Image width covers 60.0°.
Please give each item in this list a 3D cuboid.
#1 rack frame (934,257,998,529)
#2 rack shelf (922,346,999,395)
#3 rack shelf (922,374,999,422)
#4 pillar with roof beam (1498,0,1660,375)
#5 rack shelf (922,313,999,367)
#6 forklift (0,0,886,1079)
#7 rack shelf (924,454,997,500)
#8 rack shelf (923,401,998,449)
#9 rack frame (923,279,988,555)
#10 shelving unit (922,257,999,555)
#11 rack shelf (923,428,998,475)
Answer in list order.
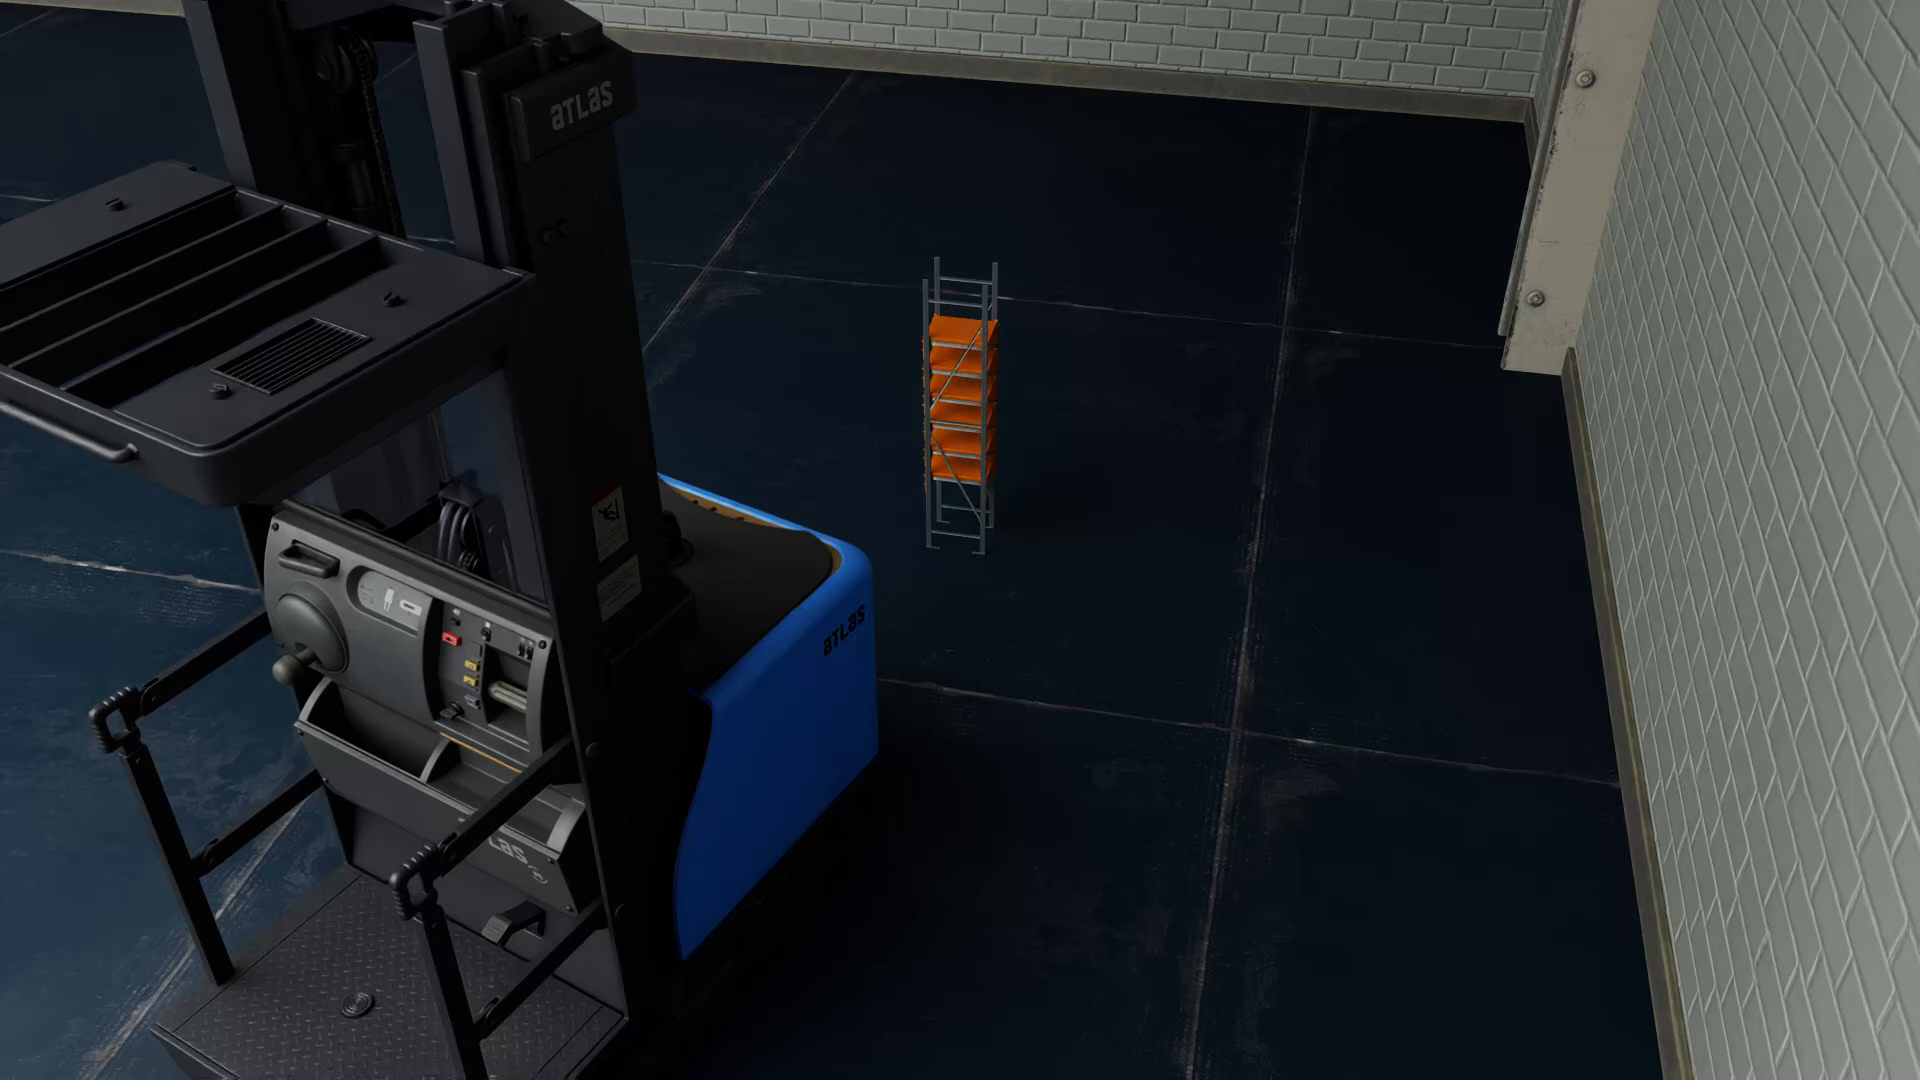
[{"bbox_3d":[0.023,-0.547,6.482,0.240,1.200,0.006,7,37,10],"label":"rack frame"},{"bbox_3d":[0.003,-0.652,6.295,0.258,0.103,0.180,7,37,10],"label":"rack shelf"},{"bbox_3d":[0.003,-0.555,6.365,0.258,0.103,0.180,7,37,10],"label":"rack shelf"},{"bbox_3d":[-1.452,-5.086,6.099,9.100,9.000,0.400,7,37,10],"label":"pillar with roof beam"},{"bbox_3d":[0.003,-0.750,6.224,0.258,0.103,0.180,7,37,10],"label":"rack shelf"},{"bbox_3d":[-1.438,0.306,3.830,1.130,2.935,3.031,20,40,25],"label":"forklift"},{"bbox_3d":[0.003,-0.264,6.576,0.258,0.103,0.180,7,37,10],"label":"rack shelf"},{"bbox_3d":[0.003,-0.458,6.435,0.258,0.103,0.180,7,37,10],"label":"rack shelf"},{"bbox_3d":[-0.016,-0.442,6.337,0.240,1.200,0.006,7,37,10],"label":"rack frame"},{"bbox_3d":[0.003,-0.494,6.409,0.258,1.200,0.189,7,37,10],"label":"shelving unit"},{"bbox_3d":[0.003,-0.361,6.506,0.258,0.103,0.180,7,37,10],"label":"rack shelf"}]
